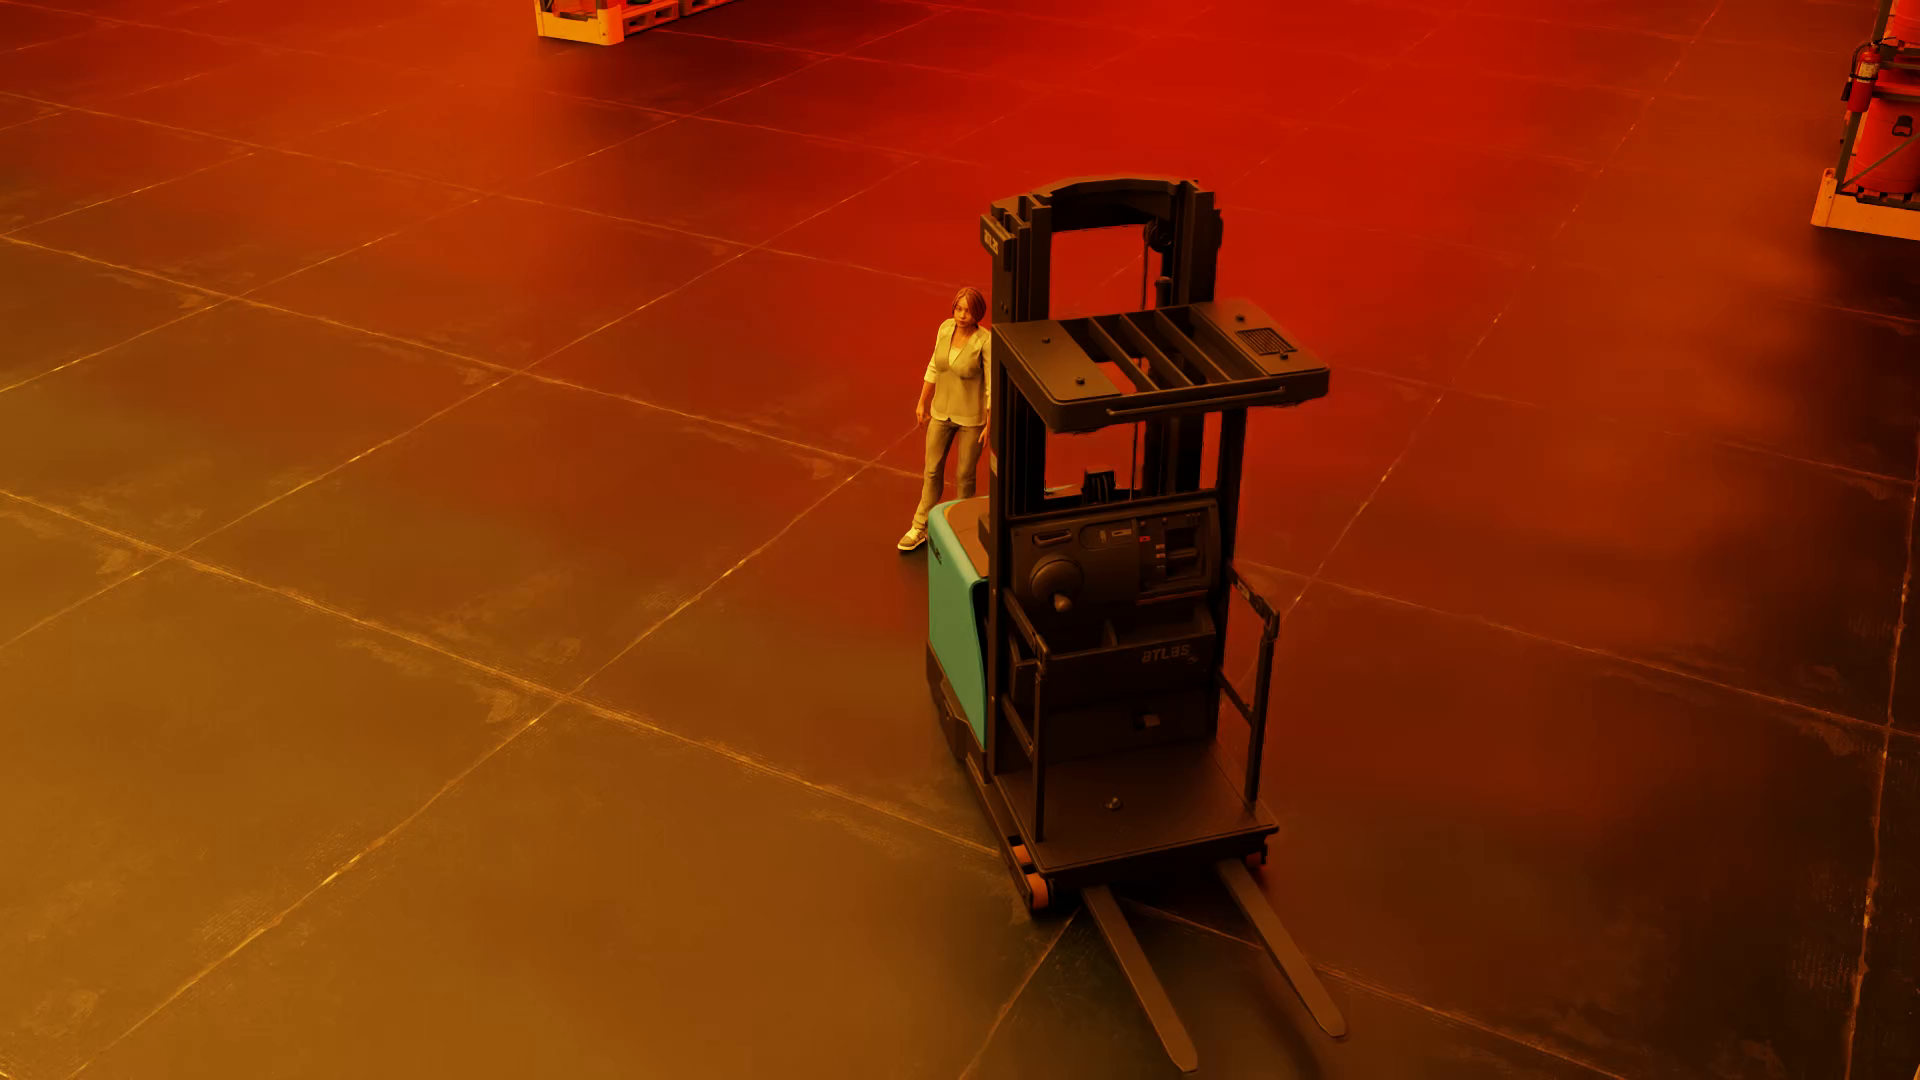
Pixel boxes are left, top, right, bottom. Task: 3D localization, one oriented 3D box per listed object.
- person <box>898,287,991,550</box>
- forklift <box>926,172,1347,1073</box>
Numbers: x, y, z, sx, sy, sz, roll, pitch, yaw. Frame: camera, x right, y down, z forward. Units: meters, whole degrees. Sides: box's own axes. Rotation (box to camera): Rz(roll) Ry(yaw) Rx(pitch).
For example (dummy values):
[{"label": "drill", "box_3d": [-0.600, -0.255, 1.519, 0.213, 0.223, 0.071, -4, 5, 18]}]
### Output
[{"label": "person", "box_3d": [-0.048, -0.669, 9.550, 0.521, 1.596, 0.475, 15, 33, 25]}, {"label": "forklift", "box_3d": [0.727, 0.119, 6.865, 1.130, 2.935, 3.031, -8, 31, -14]}]
